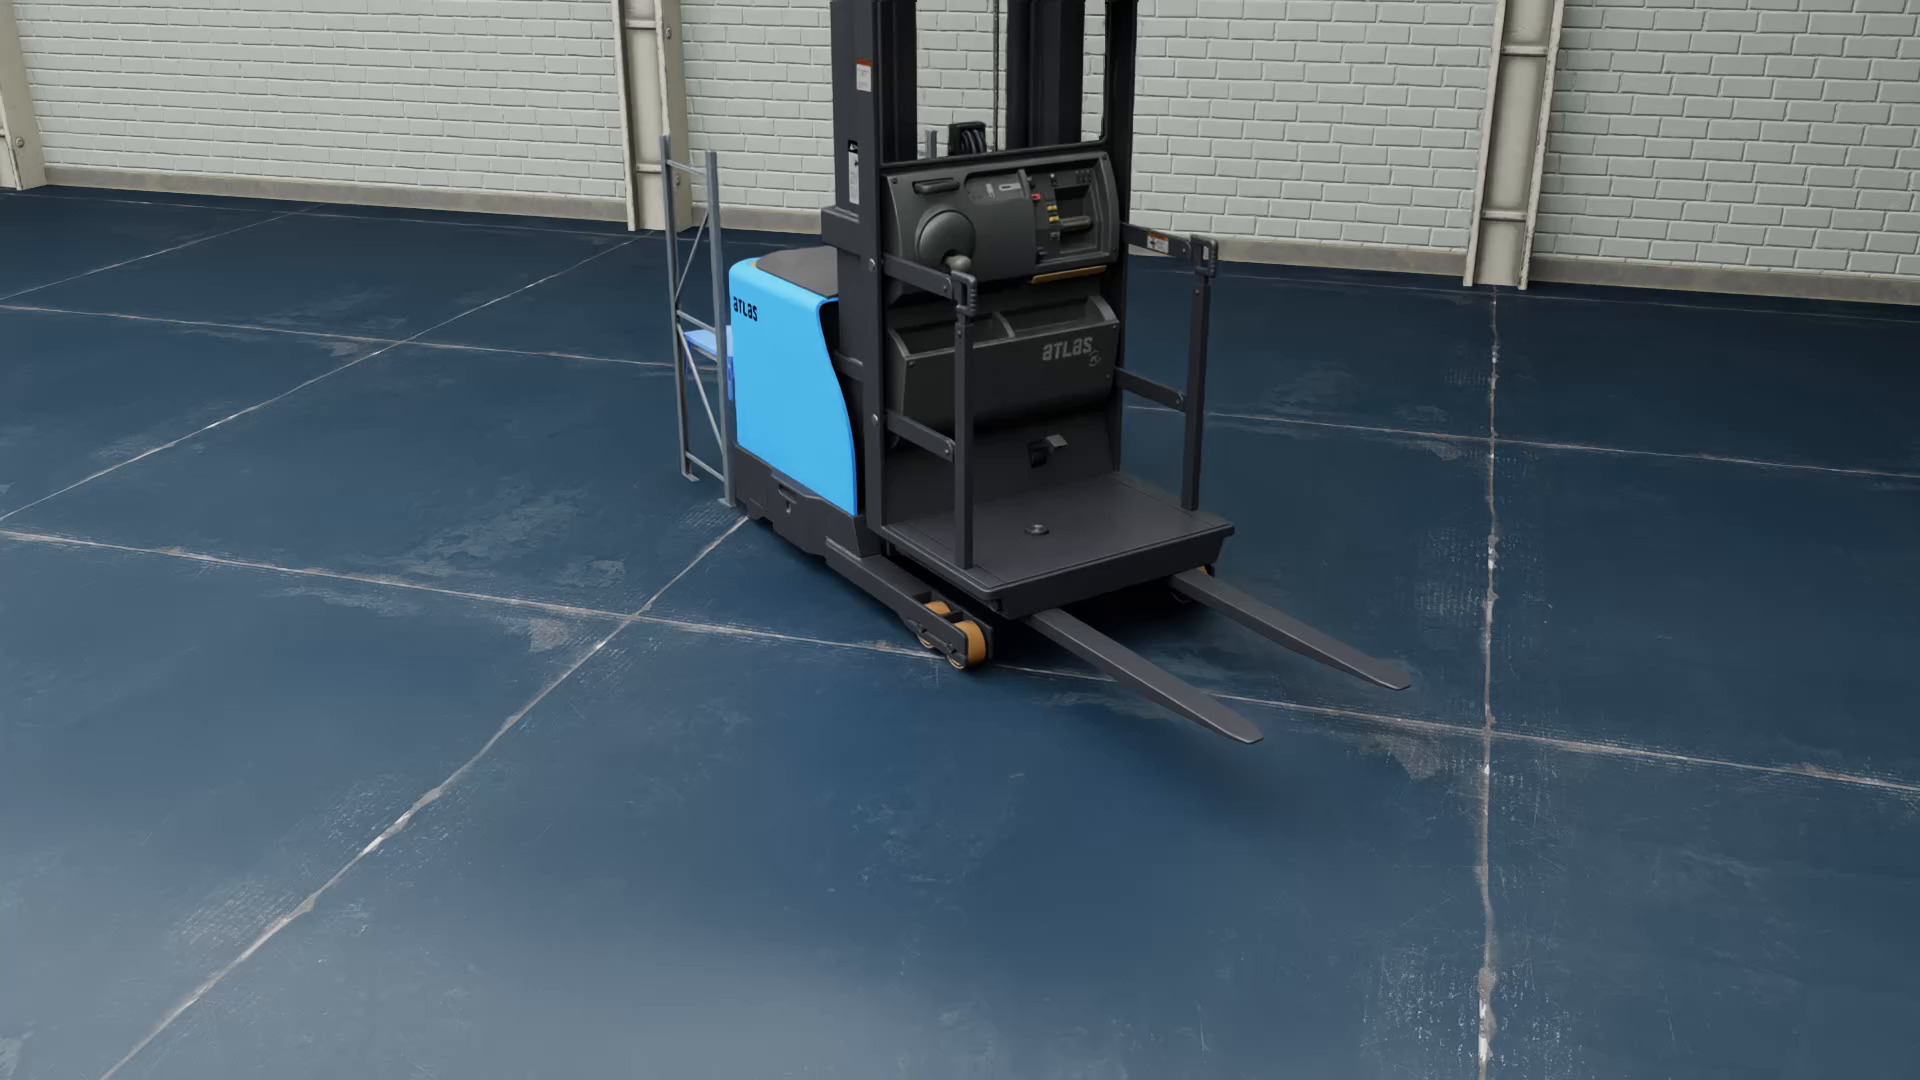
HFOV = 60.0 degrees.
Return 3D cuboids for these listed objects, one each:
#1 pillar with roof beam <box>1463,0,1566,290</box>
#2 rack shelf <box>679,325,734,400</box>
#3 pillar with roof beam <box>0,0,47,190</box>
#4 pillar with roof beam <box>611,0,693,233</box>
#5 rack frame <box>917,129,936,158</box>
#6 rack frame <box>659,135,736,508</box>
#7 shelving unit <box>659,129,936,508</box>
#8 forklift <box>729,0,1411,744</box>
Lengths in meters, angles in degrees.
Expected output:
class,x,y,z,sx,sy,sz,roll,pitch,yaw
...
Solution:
class,x,y,z,sx,sy,sz,roll,pitch,yaw
pillar with roof beam,2.257,-4.285,5.359,0.400,9.000,9.100,7,23,16
rack shelf,-0.677,-0.851,7.341,1.000,0.185,0.538,-14,26,-30
pillar with roof beam,-9.231,-5.600,8.566,0.400,9.000,9.100,7,23,16
pillar with roof beam,-3.487,-4.943,6.962,0.400,9.000,9.100,7,23,16
rack frame,-0.249,-1.121,7.526,0.032,1.500,0.500,-14,26,-30
rack frame,-1.106,-0.913,7.020,0.032,1.500,0.500,-14,26,-30
shelving unit,-0.677,-1.017,7.273,1.048,1.500,0.538,-14,26,-30
forklift,0.281,-1.118,5.634,1.130,2.935,3.031,-14,26,-30
